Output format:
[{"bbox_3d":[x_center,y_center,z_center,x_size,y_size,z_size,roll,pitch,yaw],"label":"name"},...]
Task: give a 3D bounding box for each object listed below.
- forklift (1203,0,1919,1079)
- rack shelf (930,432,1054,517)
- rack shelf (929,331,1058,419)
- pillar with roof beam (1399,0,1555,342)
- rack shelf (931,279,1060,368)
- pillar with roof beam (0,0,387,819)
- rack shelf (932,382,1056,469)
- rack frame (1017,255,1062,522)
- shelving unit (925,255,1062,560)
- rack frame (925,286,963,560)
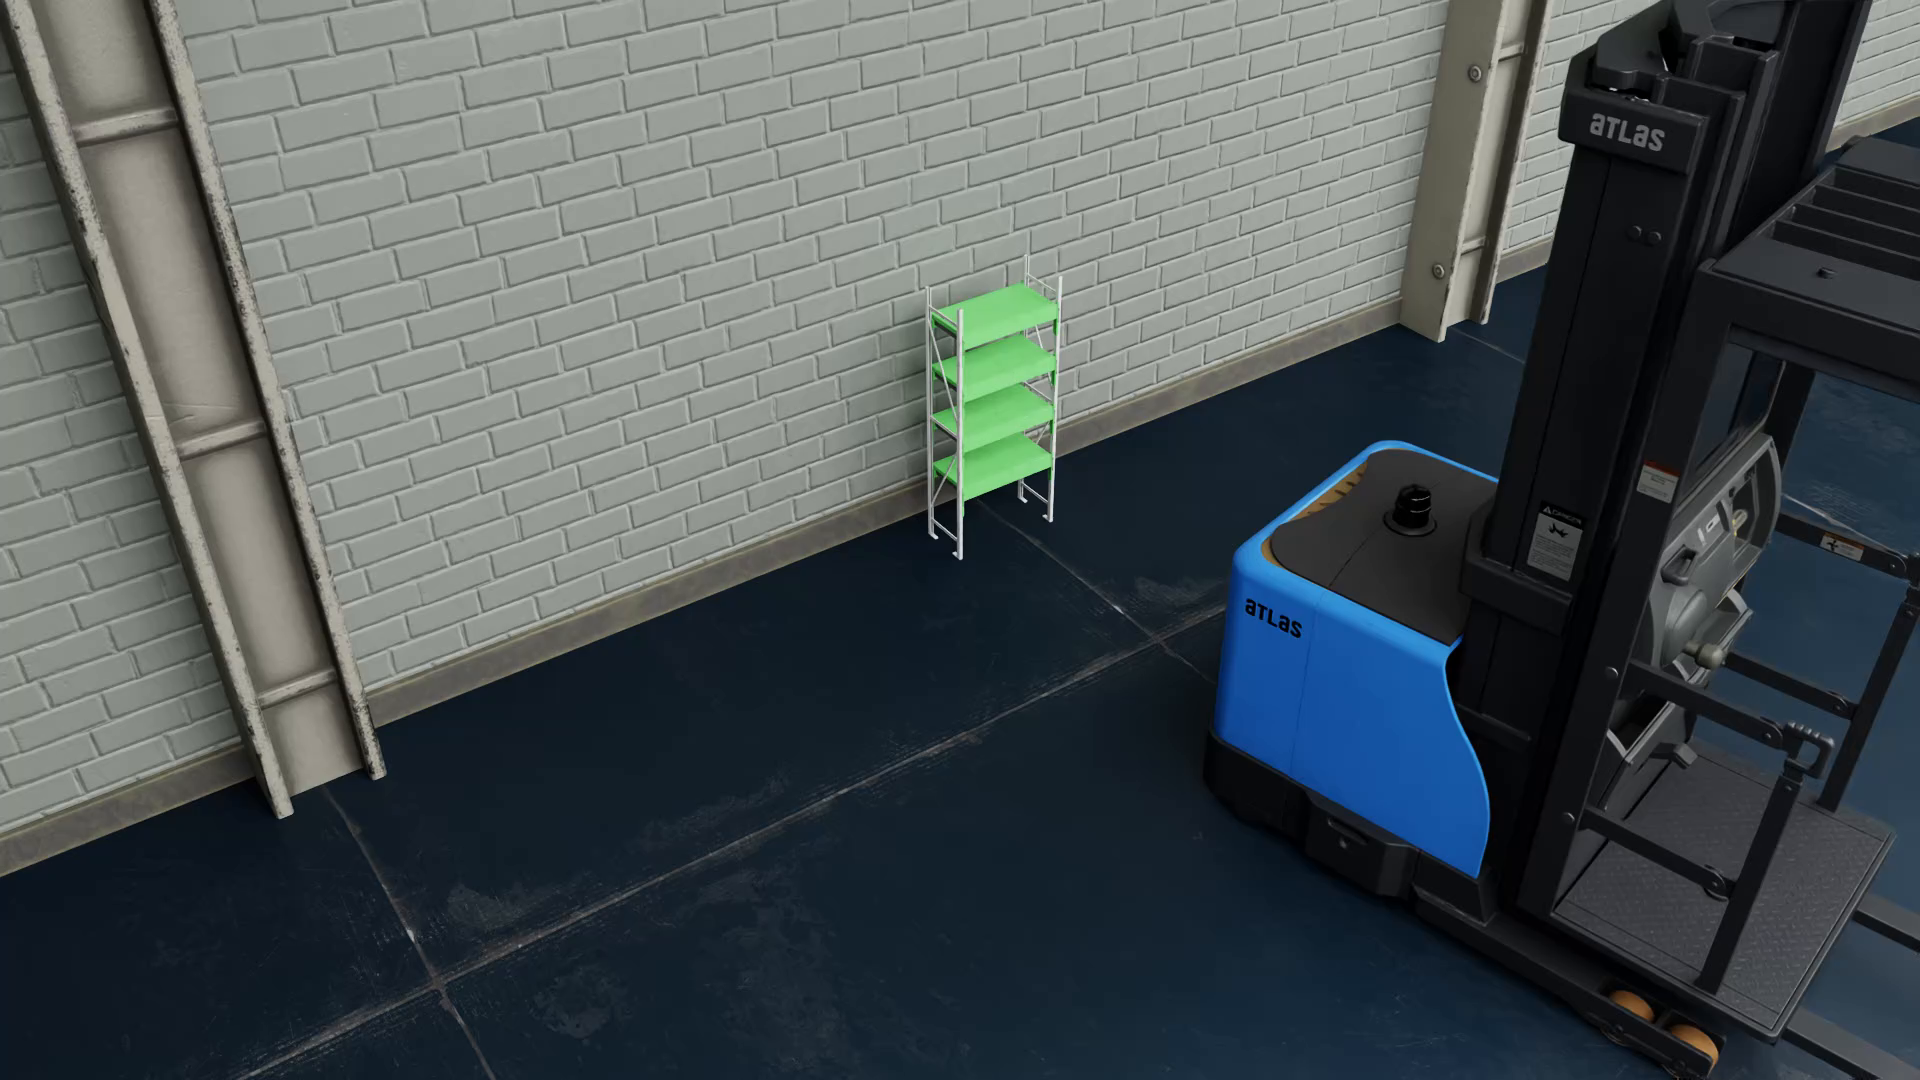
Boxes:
[{"bbox_3d":[2.302,0.084,4.623,3.031,2.935,1.130,28,44,33],"label":"forklift"},{"bbox_3d":[0.135,-0.296,7.155,0.480,0.148,0.258,-22,41,-28],"label":"rack shelf"},{"bbox_3d":[0.135,-0.686,6.874,0.480,0.148,0.258,-22,41,-28],"label":"rack shelf"},{"bbox_3d":[5.048,-2.768,3.392,0.400,9.000,9.100,-22,41,-28],"label":"pillar with roof beam"},{"bbox_3d":[0.135,-0.881,6.734,0.480,0.148,0.258,-22,41,-28],"label":"rack shelf"},{"bbox_3d":[0.143,-0.750,0.586,0.400,9.000,9.100,-22,41,-28],"label":"pillar with roof beam"},{"bbox_3d":[0.135,-0.491,7.014,0.480,0.148,0.258,-22,41,-28],"label":"rack shelf"},{"bbox_3d":[0.335,-0.625,7.091,0.015,1.200,0.240,-22,41,-28],"label":"rack frame"},{"bbox_3d":[0.135,-0.543,6.977,0.503,1.200,0.258,-22,41,-28],"label":"shelving unit"},{"bbox_3d":[-0.064,-0.461,6.863,0.015,1.200,0.240,-22,41,-28],"label":"rack frame"}]
